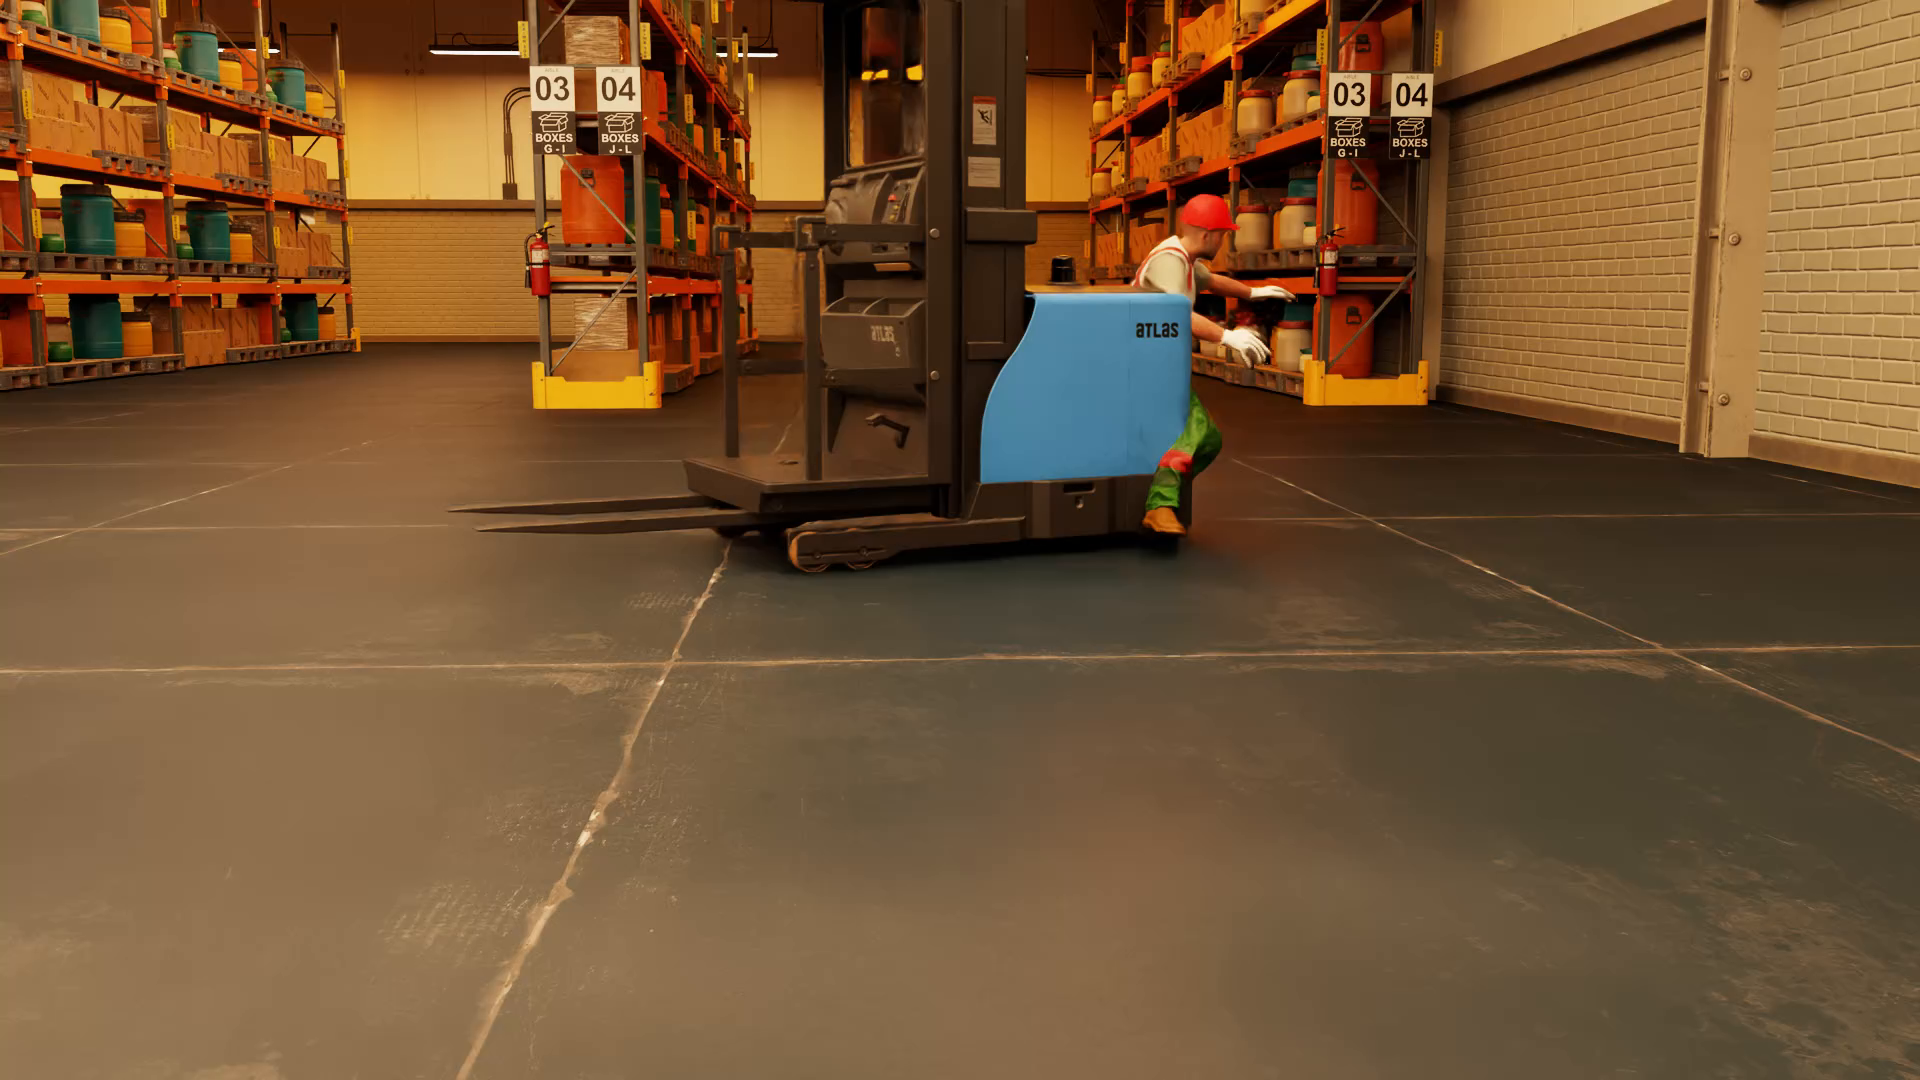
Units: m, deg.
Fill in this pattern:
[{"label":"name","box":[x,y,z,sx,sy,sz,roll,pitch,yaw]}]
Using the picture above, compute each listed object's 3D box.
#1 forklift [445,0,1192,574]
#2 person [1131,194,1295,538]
[{"label":"forklift","box":[-0.546,-1.408,6.812,3.031,2.935,1.130,-4,9,-26]},{"label":"person","box":[1.064,-0.766,7.392,0.847,1.527,1.448,2,9,10]}]
